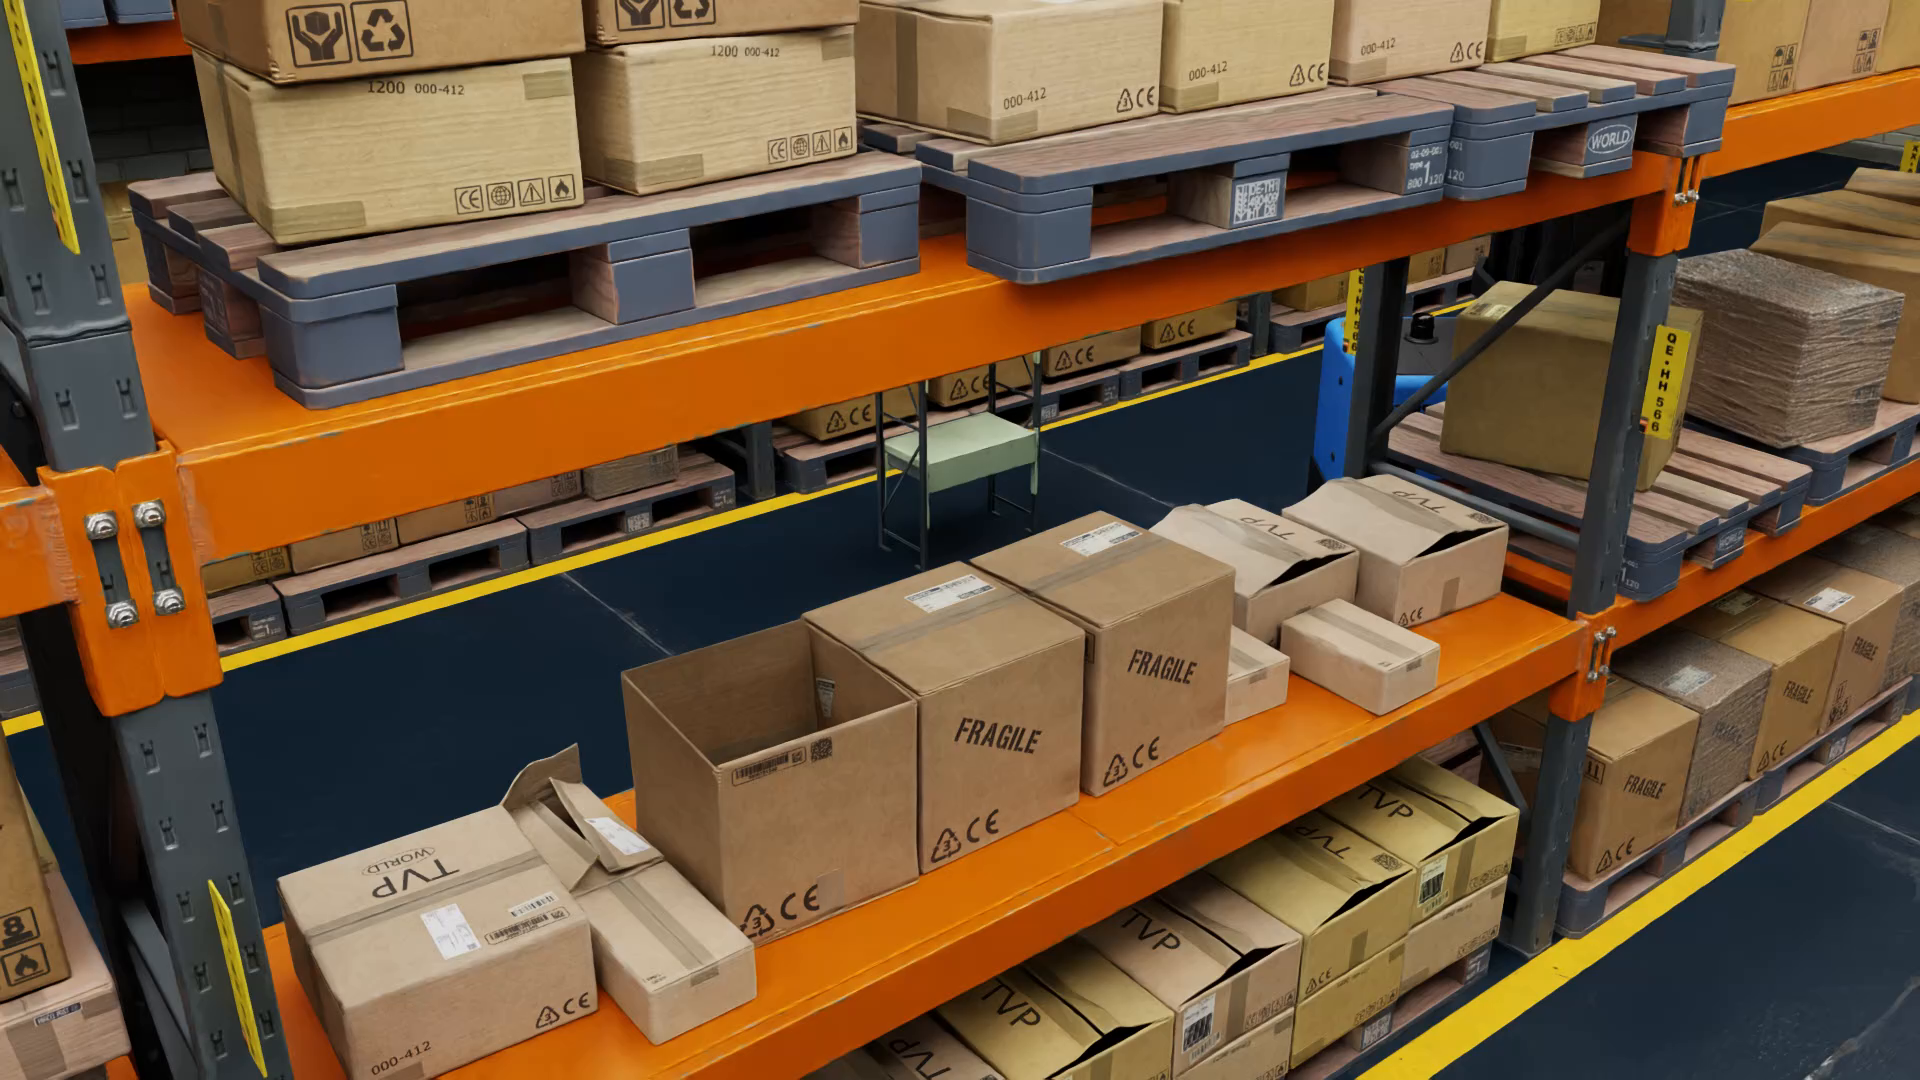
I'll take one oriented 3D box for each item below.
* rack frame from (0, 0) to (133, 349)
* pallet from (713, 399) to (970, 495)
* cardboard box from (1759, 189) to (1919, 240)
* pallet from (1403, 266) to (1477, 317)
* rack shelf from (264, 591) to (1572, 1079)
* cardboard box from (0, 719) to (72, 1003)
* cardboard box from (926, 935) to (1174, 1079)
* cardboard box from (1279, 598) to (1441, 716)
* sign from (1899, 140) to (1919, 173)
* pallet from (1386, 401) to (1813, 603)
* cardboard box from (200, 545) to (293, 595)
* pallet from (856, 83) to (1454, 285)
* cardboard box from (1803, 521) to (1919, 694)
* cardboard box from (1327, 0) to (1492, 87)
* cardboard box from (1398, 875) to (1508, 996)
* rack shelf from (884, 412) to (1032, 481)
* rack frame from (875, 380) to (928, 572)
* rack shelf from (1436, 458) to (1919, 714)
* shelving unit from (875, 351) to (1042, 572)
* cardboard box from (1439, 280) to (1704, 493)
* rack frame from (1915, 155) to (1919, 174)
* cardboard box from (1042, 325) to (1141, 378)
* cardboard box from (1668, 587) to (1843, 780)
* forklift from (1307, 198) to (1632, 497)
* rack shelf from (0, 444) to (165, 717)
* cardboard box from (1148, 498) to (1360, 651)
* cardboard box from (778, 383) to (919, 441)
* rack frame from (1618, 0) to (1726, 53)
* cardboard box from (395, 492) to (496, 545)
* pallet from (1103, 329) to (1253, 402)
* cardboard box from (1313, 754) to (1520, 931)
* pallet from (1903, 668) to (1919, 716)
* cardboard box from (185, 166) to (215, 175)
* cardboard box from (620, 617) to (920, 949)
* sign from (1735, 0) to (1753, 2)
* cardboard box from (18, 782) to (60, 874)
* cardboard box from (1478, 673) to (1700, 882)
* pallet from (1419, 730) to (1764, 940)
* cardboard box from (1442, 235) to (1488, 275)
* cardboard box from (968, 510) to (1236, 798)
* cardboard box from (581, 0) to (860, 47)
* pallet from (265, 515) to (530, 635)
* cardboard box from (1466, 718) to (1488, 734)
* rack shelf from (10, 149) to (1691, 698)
[{"bbox_3d":[-1.468,-1.791,1.919,0.127,3.000,1.000,-18,31,-34],"label":"rack frame"},{"bbox_3d":[-0.713,-0.664,9.929,1.213,0.211,1.003,-18,31,-34],"label":"pallet"},{"bbox_3d":[3.815,-1.135,7.015,0.500,0.500,0.700,-13,28,-26],"label":"cardboard box"},{"bbox_3d":[3.376,-2.013,12.837,1.213,0.211,1.003,-18,31,-34],"label":"pallet"},{"bbox_3d":[0.106,0.616,4.397,3.809,0.052,0.919,-18,31,-34],"label":"rack shelf"},{"bbox_3d":[-1.813,0.414,2.635,0.500,0.500,0.700,-18,30,-34],"label":"cardboard box"},{"bbox_3d":[0.220,1.308,4.469,0.500,0.311,0.500,-17,30,-33],"label":"cardboard box"},{"bbox_3d":[1.143,0.330,4.773,0.250,0.149,0.380,-18,31,-34],"label":"cardboard box"},{"bbox_3d":[4.487,-1.718,7.861,0.005,0.325,0.100,-18,31,-34],"label":"sign"},{"bbox_3d":[2.170,-0.221,5.891,1.003,0.211,1.213,-18,31,-34],"label":"pallet"},{"bbox_3d":[-3.583,-0.123,7.899,0.500,0.500,0.700,-19,31,-35],"label":"cardboard box"},{"bbox_3d":[0.323,-0.886,3.758,1.213,0.211,1.003,-17,30,-32],"label":"pallet"},{"bbox_3d":[3.827,0.265,7.062,0.500,0.500,0.500,-18,30,-33],"label":"cardboard box"},{"bbox_3d":[0.957,-1.313,4.132,0.500,0.250,0.500,-17,30,-33],"label":"cardboard box"},{"bbox_3d":[1.417,1.165,5.443,0.500,0.250,0.500,-17,30,-33],"label":"cardboard box"},{"bbox_3d":[-0.005,-0.472,8.527,0.686,0.124,0.368,-18,31,-34],"label":"rack shelf"},{"bbox_3d":[-0.293,-0.583,8.226,0.023,1.500,0.400,-18,31,-34],"label":"rack frame"},{"bbox_3d":[3.254,-0.302,6.692,4.000,0.370,1.077,-18,31,-34],"label":"rack shelf"},{"bbox_3d":[-0.005,-0.679,8.431,0.755,1.500,0.431,-18,31,-34],"label":"shelving unit"},{"bbox_3d":[2.106,-0.545,5.745,0.700,0.500,0.500,15,29,29],"label":"cardboard box"},{"bbox_3d":[4.828,-1.148,7.660,0.127,3.000,1.000,-18,31,-34],"label":"rack frame"},{"bbox_3d":[0.639,-1.559,10.602,0.750,0.750,0.750,-17,30,-33],"label":"cardboard box"},{"bbox_3d":[3.021,0.536,6.480,0.500,0.500,0.500,-19,31,-35],"label":"cardboard box"},{"bbox_3d":[3.411,-1.296,8.137,3.031,2.867,1.129,0,25,0],"label":"forklift"},{"bbox_3d":[-3.041,0.416,1.583,4.000,0.370,1.077,-18,31,-34],"label":"rack shelf"},{"bbox_3d":[0.857,0.100,5.077,0.500,0.311,0.500,-19,31,-35],"label":"cardboard box"},{"bbox_3d":[-0.720,-1.112,9.637,0.750,0.750,0.750,-19,31,-35],"label":"cardboard box"},{"bbox_3d":[1.680,-2.830,4.158,0.127,3.000,1.000,-18,31,-34],"label":"rack frame"},{"bbox_3d":[-2.765,-0.376,8.445,0.500,0.500,0.700,-18,31,-34],"label":"cardboard box"},{"bbox_3d":[1.207,-1.298,11.295,1.213,0.211,1.003,-18,31,-34],"label":"pallet"},{"bbox_3d":[1.420,0.911,5.325,0.500,0.311,0.500,-17,30,-33],"label":"cardboard box"},{"bbox_3d":[4.211,0.341,7.765,1.213,0.211,1.003,-18,31,-34],"label":"pallet"},{"bbox_3d":[-3.163,-1.400,7.561,0.500,0.500,0.700,-14,28,-27],"label":"cardboard box"},{"bbox_3d":[-0.439,0.554,3.874,0.500,0.500,0.500,-16,29,-30],"label":"cardboard box"},{"bbox_3d":[2.016,-1.554,4.263,0.005,0.325,0.100,-18,31,-34],"label":"sign"},{"bbox_3d":[-1.799,0.596,3.012,0.250,0.149,0.380,-18,31,-34],"label":"cardboard box"},{"bbox_3d":[2.215,0.802,5.905,0.500,0.500,0.500,-17,30,-32],"label":"cardboard box"},{"bbox_3d":[2.291,0.975,6.399,1.213,0.211,1.003,-18,31,-34],"label":"pallet"},{"bbox_3d":[3.638,-2.408,12.845,0.500,0.500,0.700,-19,31,-36],"label":"cardboard box"},{"bbox_3d":[0.370,0.287,4.449,0.500,0.500,0.500,-20,32,-37],"label":"cardboard box"},{"bbox_3d":[-0.524,-1.196,2.988,0.500,0.500,0.500,-15,29,-29],"label":"cardboard box"},{"bbox_3d":[-2.955,0.034,8.426,1.213,0.211,1.003,-18,31,-34],"label":"pallet"},{"bbox_3d":[2.271,0.505,6.546,0.500,0.500,0.500,-17,30,-32],"label":"cardboard box"},{"bbox_3d":[0.106,-0.623,3.822,4.000,0.370,1.077,-18,31,-34],"label":"rack shelf"}]
